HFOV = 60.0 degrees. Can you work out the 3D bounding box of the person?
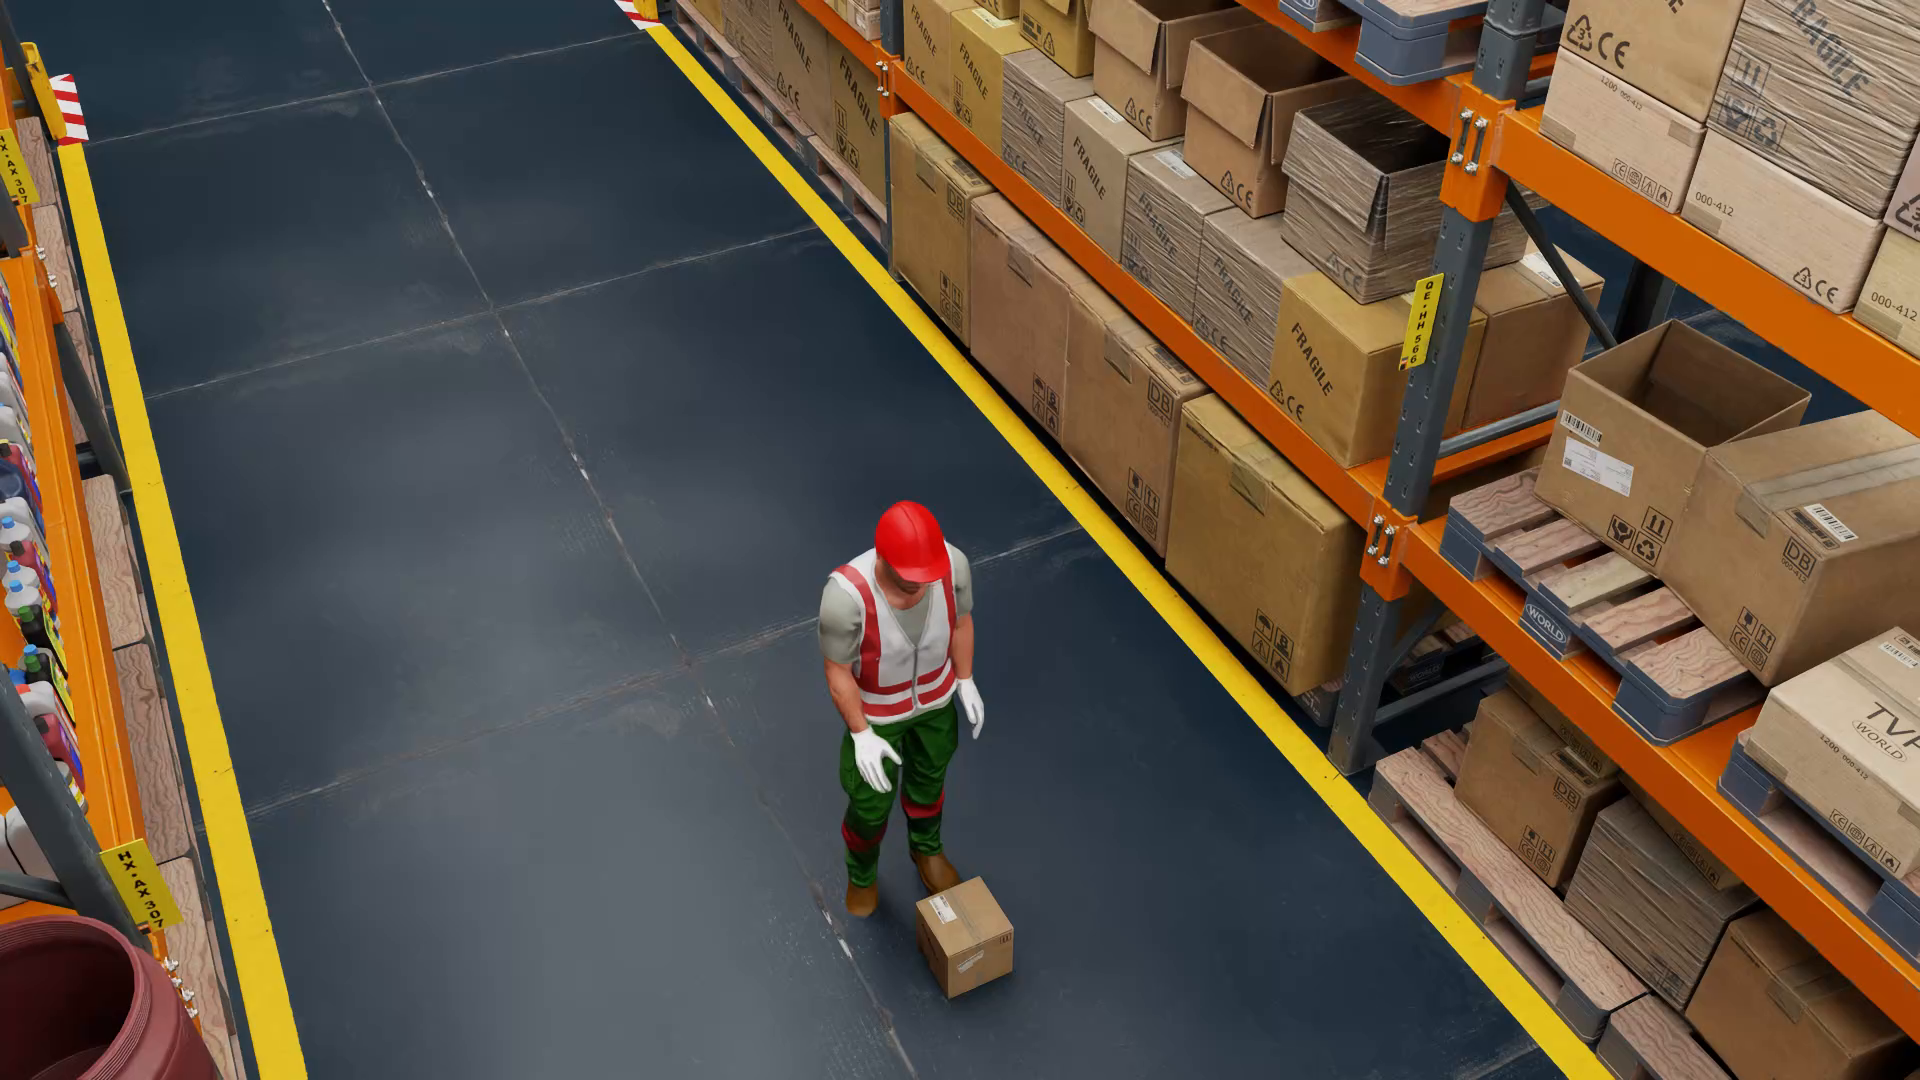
[{"bbox_3d":[-0.178,0.587,5.504,0.546,1.850,0.472,-19,44,-21],"label":"person"}]
